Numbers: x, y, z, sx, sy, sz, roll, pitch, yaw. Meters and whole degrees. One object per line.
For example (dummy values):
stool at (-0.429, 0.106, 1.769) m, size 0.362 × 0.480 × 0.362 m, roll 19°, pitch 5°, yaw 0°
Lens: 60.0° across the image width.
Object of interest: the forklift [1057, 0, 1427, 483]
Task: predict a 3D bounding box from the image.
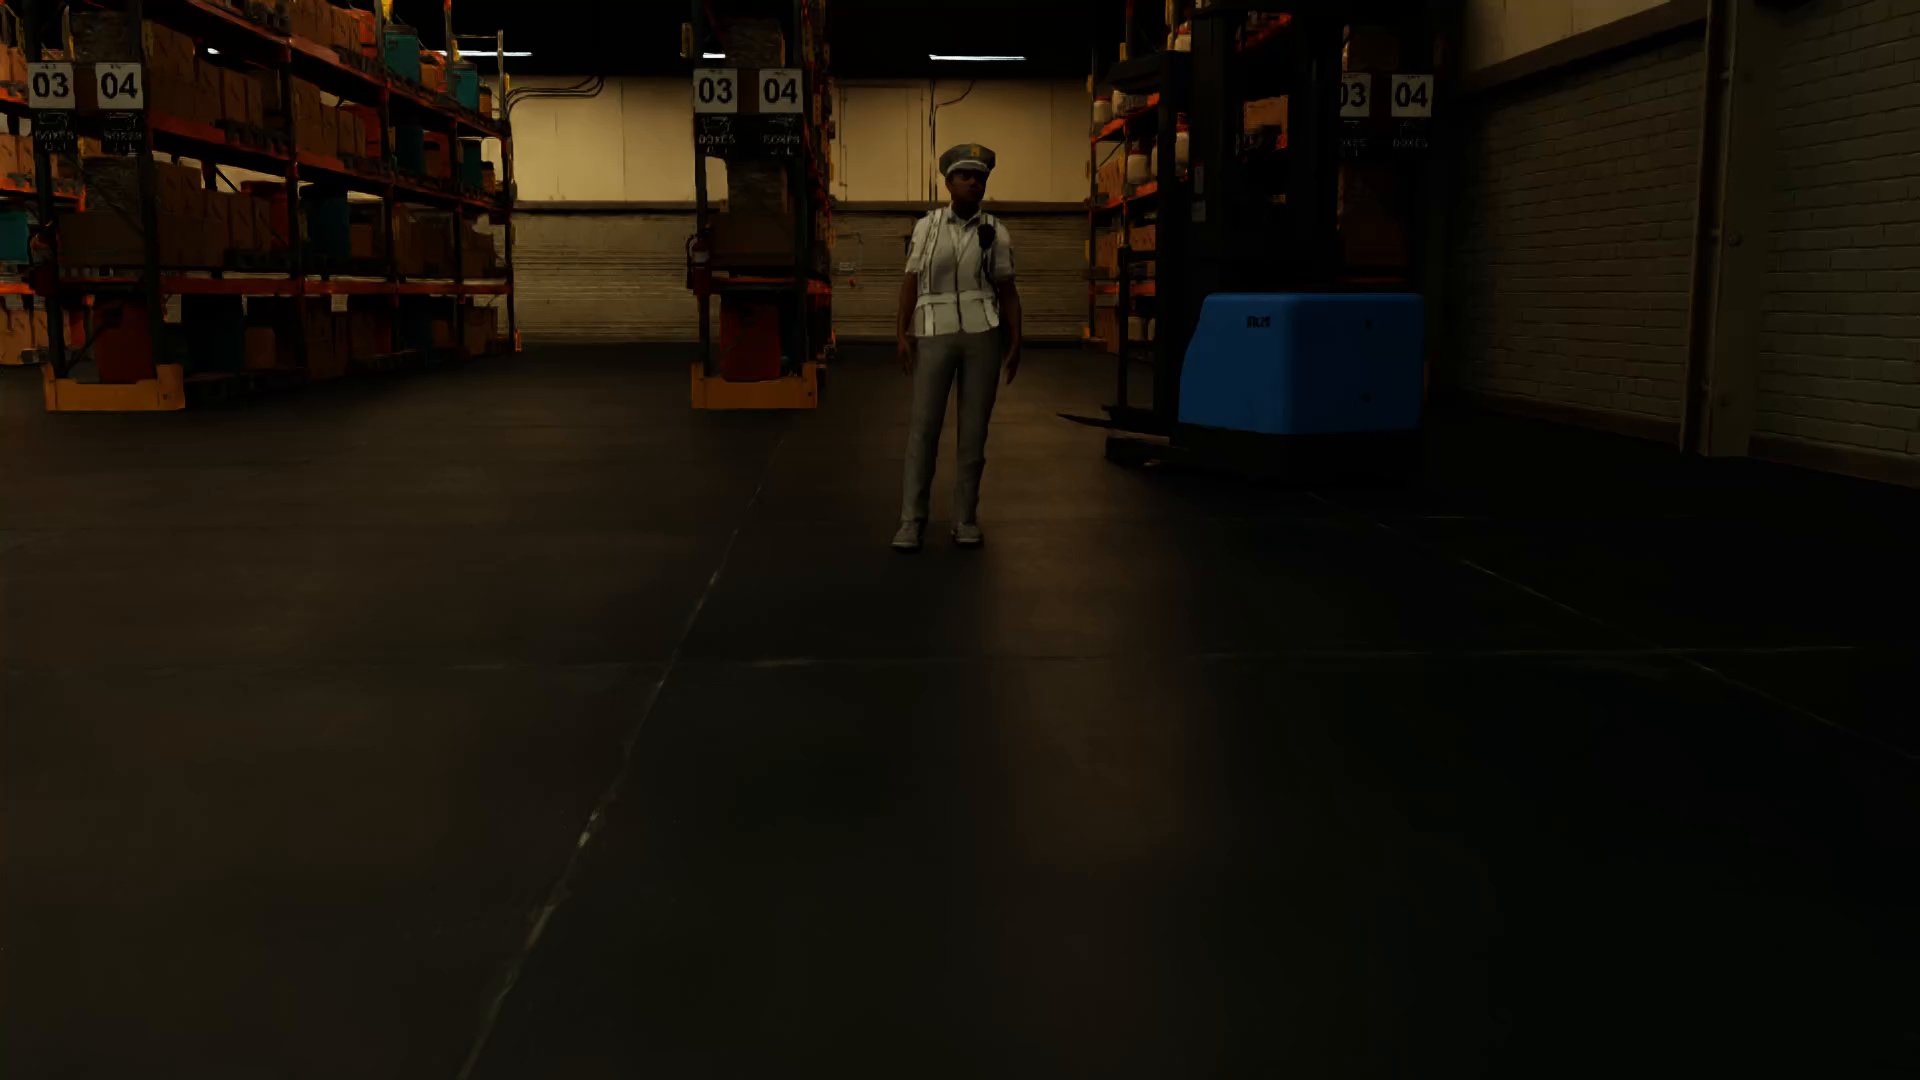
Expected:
forklift at (1.600, -1.947, 10.442) m, size 1.130 × 2.935 × 3.031 m, roll -4°, pitch 9°, yaw -23°

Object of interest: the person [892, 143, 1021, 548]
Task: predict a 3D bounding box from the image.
person at (-0.015, -0.833, 7.109) m, size 0.570 × 1.693 × 0.529 m, roll -1°, pitch 8°, yaw -4°
